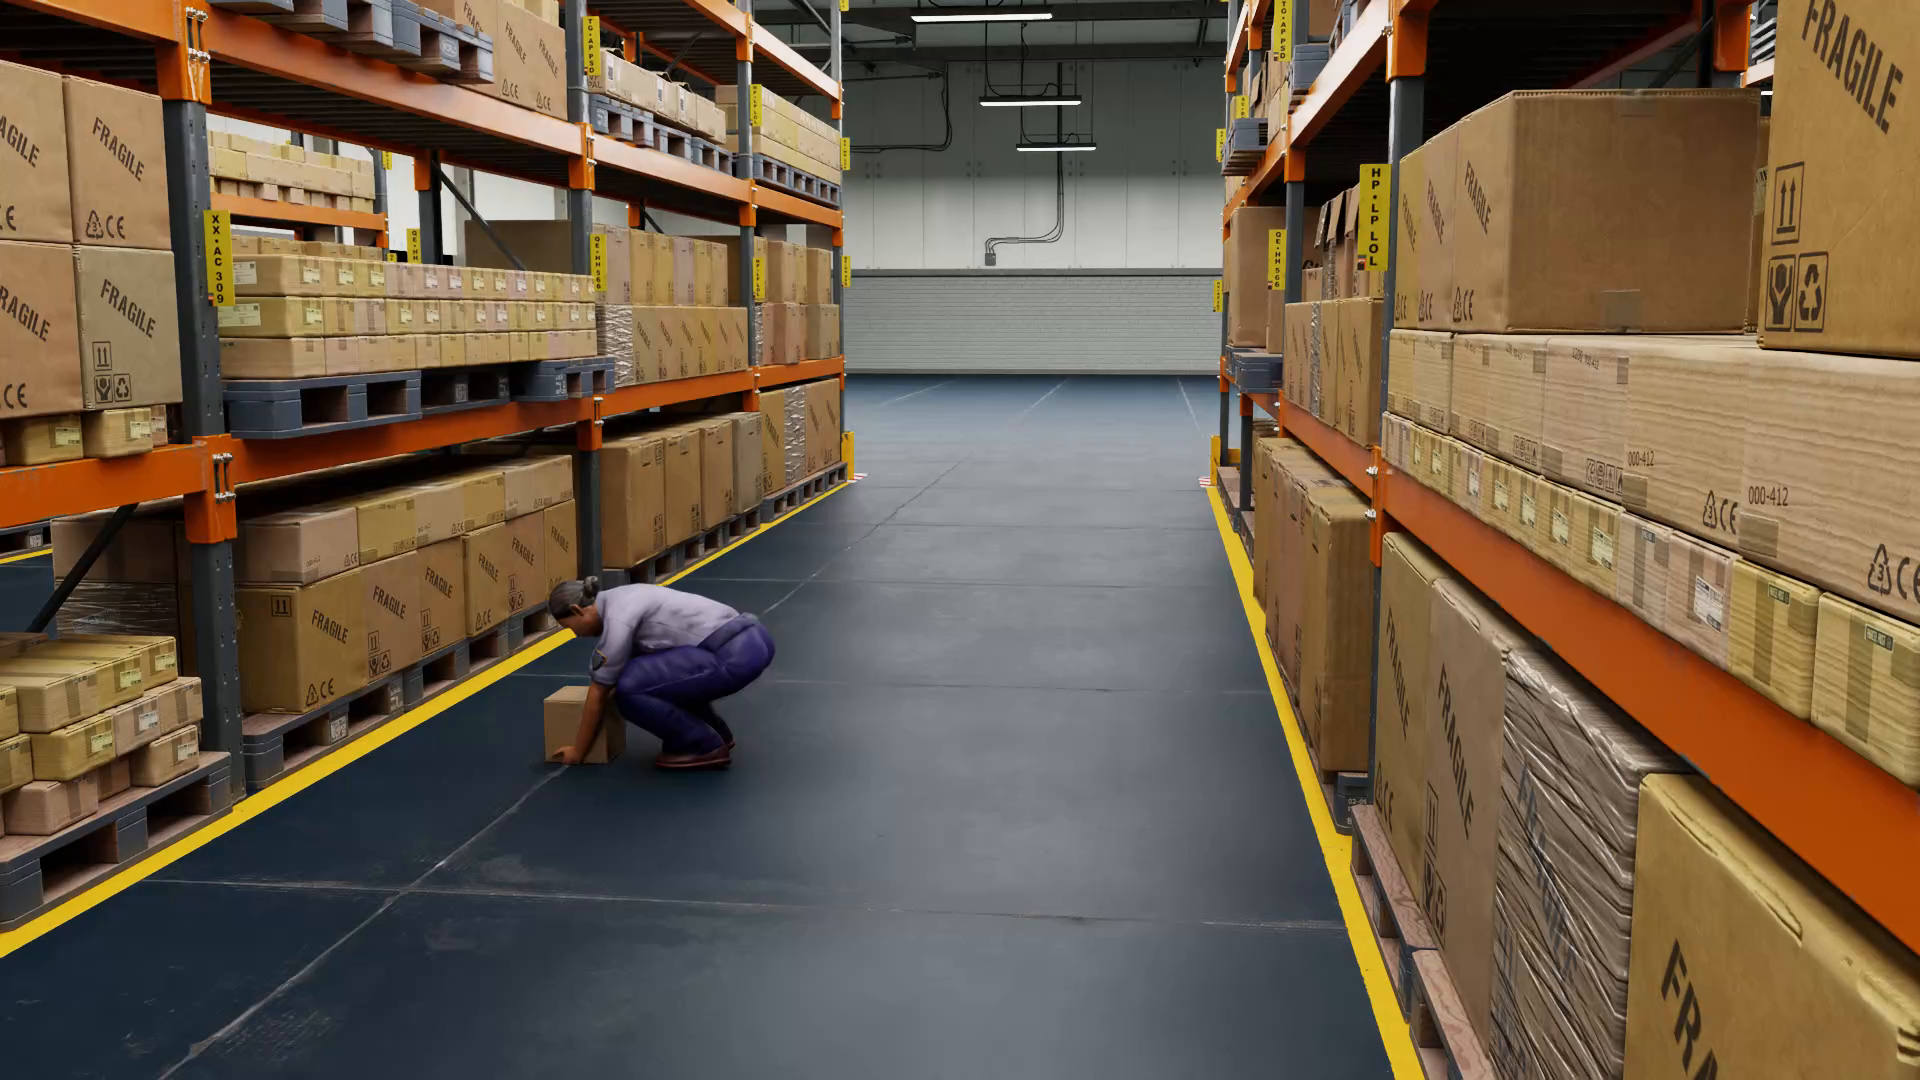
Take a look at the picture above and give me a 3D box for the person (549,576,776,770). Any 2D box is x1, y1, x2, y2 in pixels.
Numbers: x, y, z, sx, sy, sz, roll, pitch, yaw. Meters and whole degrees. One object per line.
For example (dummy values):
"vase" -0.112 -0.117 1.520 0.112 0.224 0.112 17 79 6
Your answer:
"person" -1.173 0.535 6.552 0.870 0.746 0.506 1 8 5
